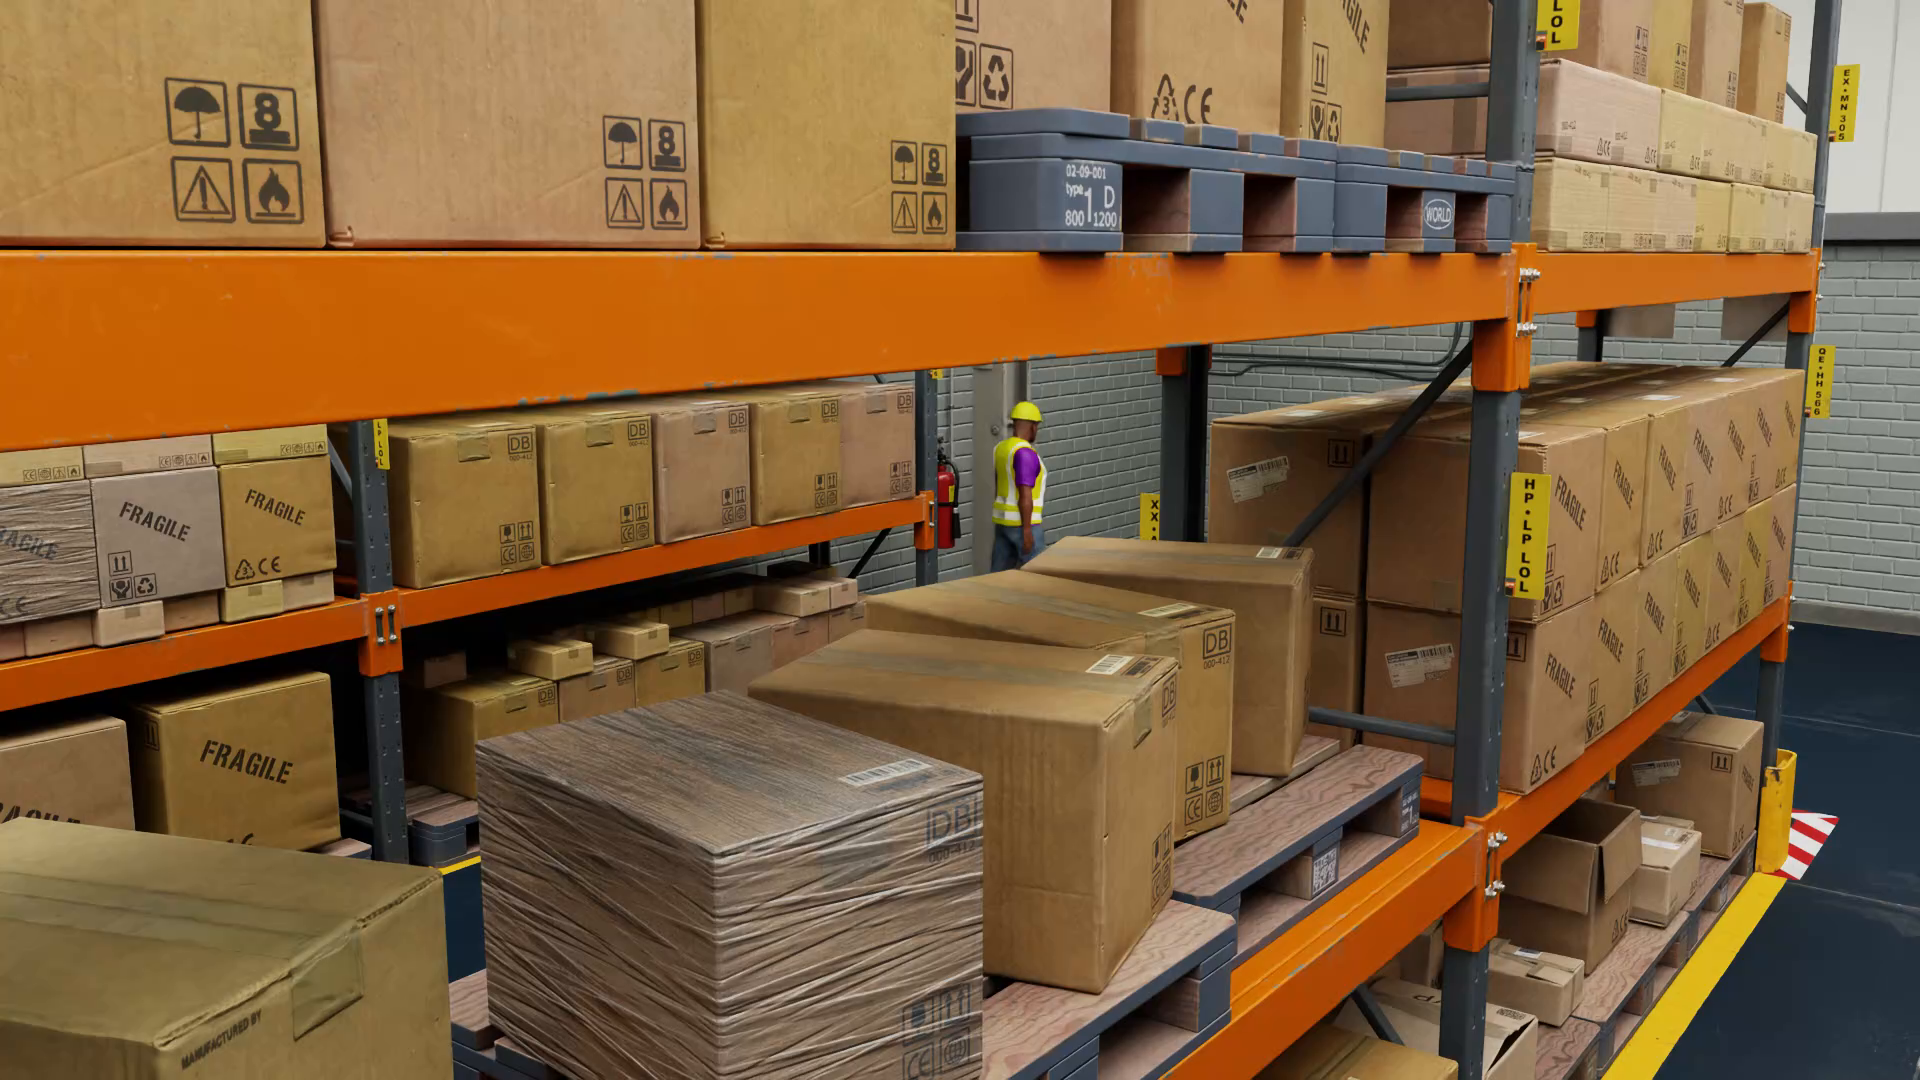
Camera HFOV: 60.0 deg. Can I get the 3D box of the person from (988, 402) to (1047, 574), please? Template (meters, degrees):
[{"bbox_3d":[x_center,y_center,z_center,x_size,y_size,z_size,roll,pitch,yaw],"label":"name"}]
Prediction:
[{"bbox_3d":[0.420,-0.102,11.936,0.714,1.775,0.644,-4,11,-22],"label":"person"}]
